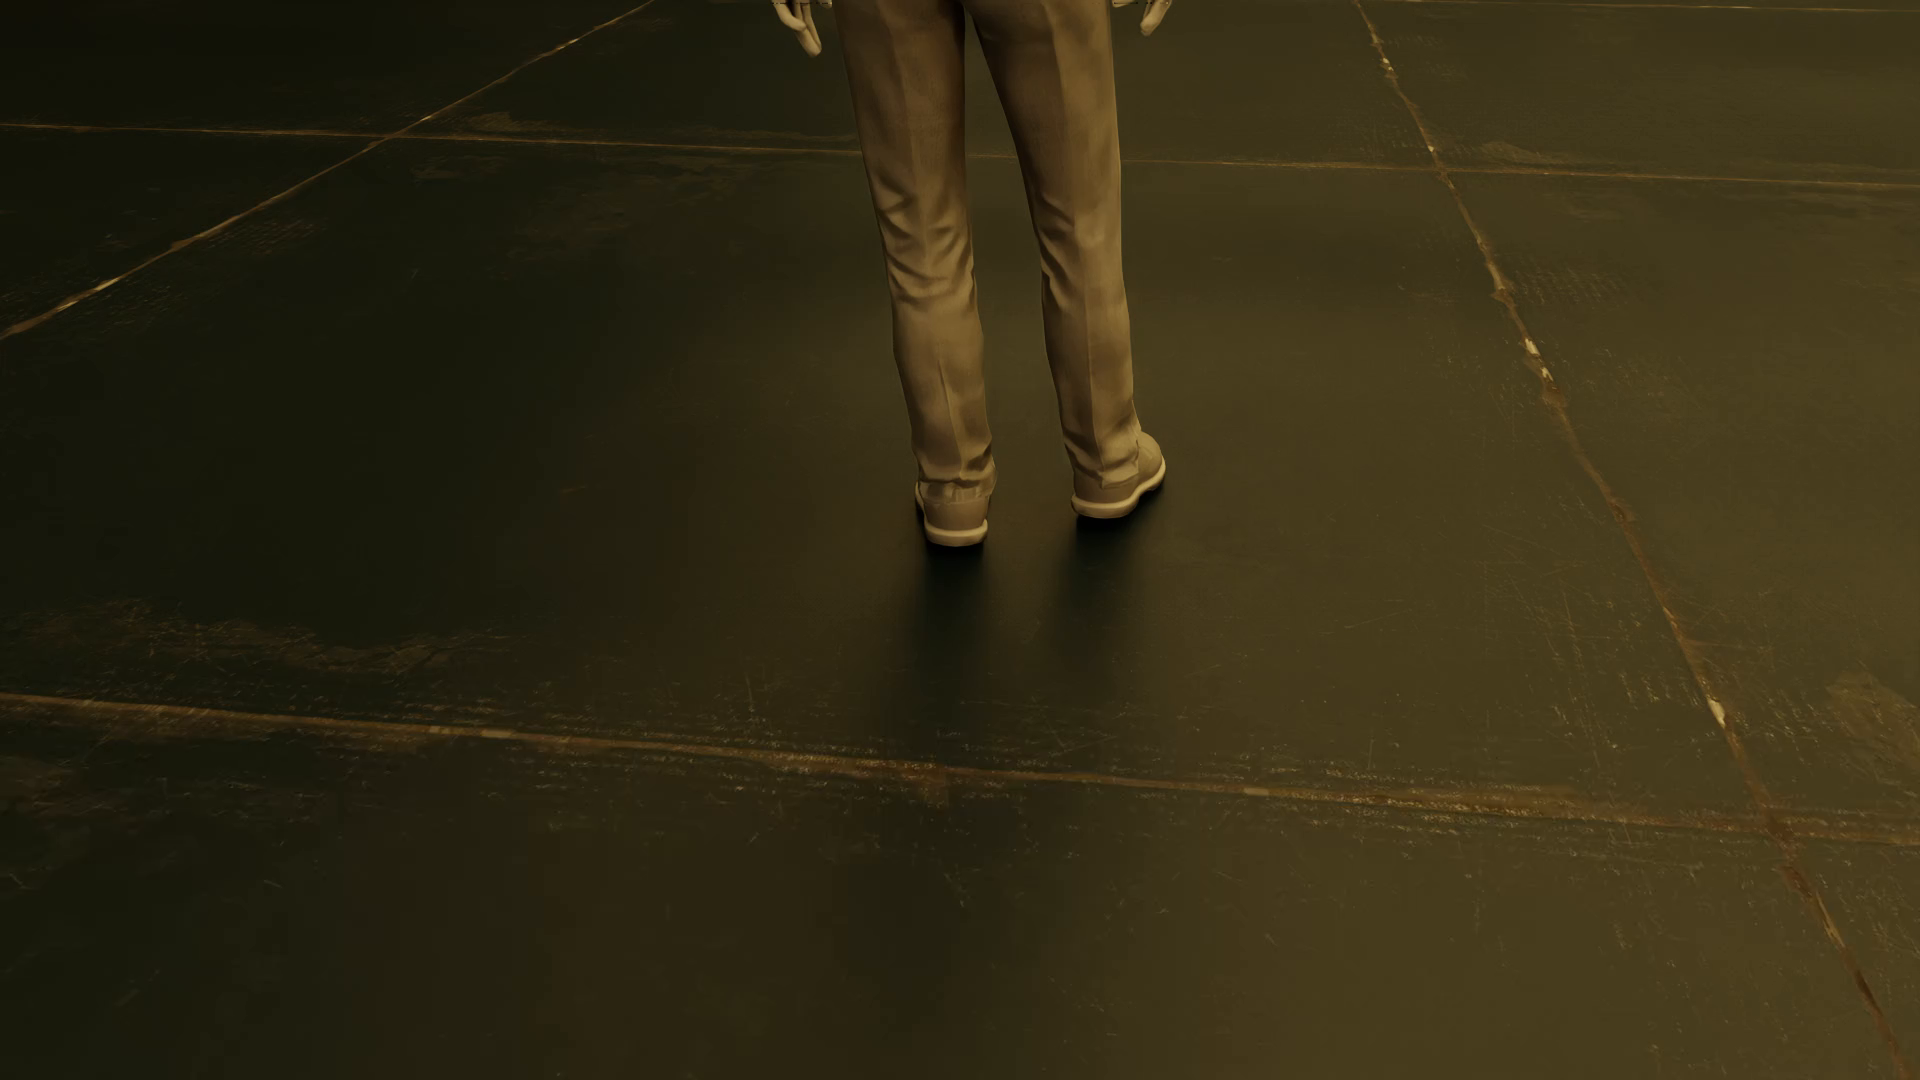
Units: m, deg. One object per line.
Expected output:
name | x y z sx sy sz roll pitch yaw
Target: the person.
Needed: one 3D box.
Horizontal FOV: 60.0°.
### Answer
person | 0.015 -0.794 2.177 0.588 1.696 0.533 3 27 7
